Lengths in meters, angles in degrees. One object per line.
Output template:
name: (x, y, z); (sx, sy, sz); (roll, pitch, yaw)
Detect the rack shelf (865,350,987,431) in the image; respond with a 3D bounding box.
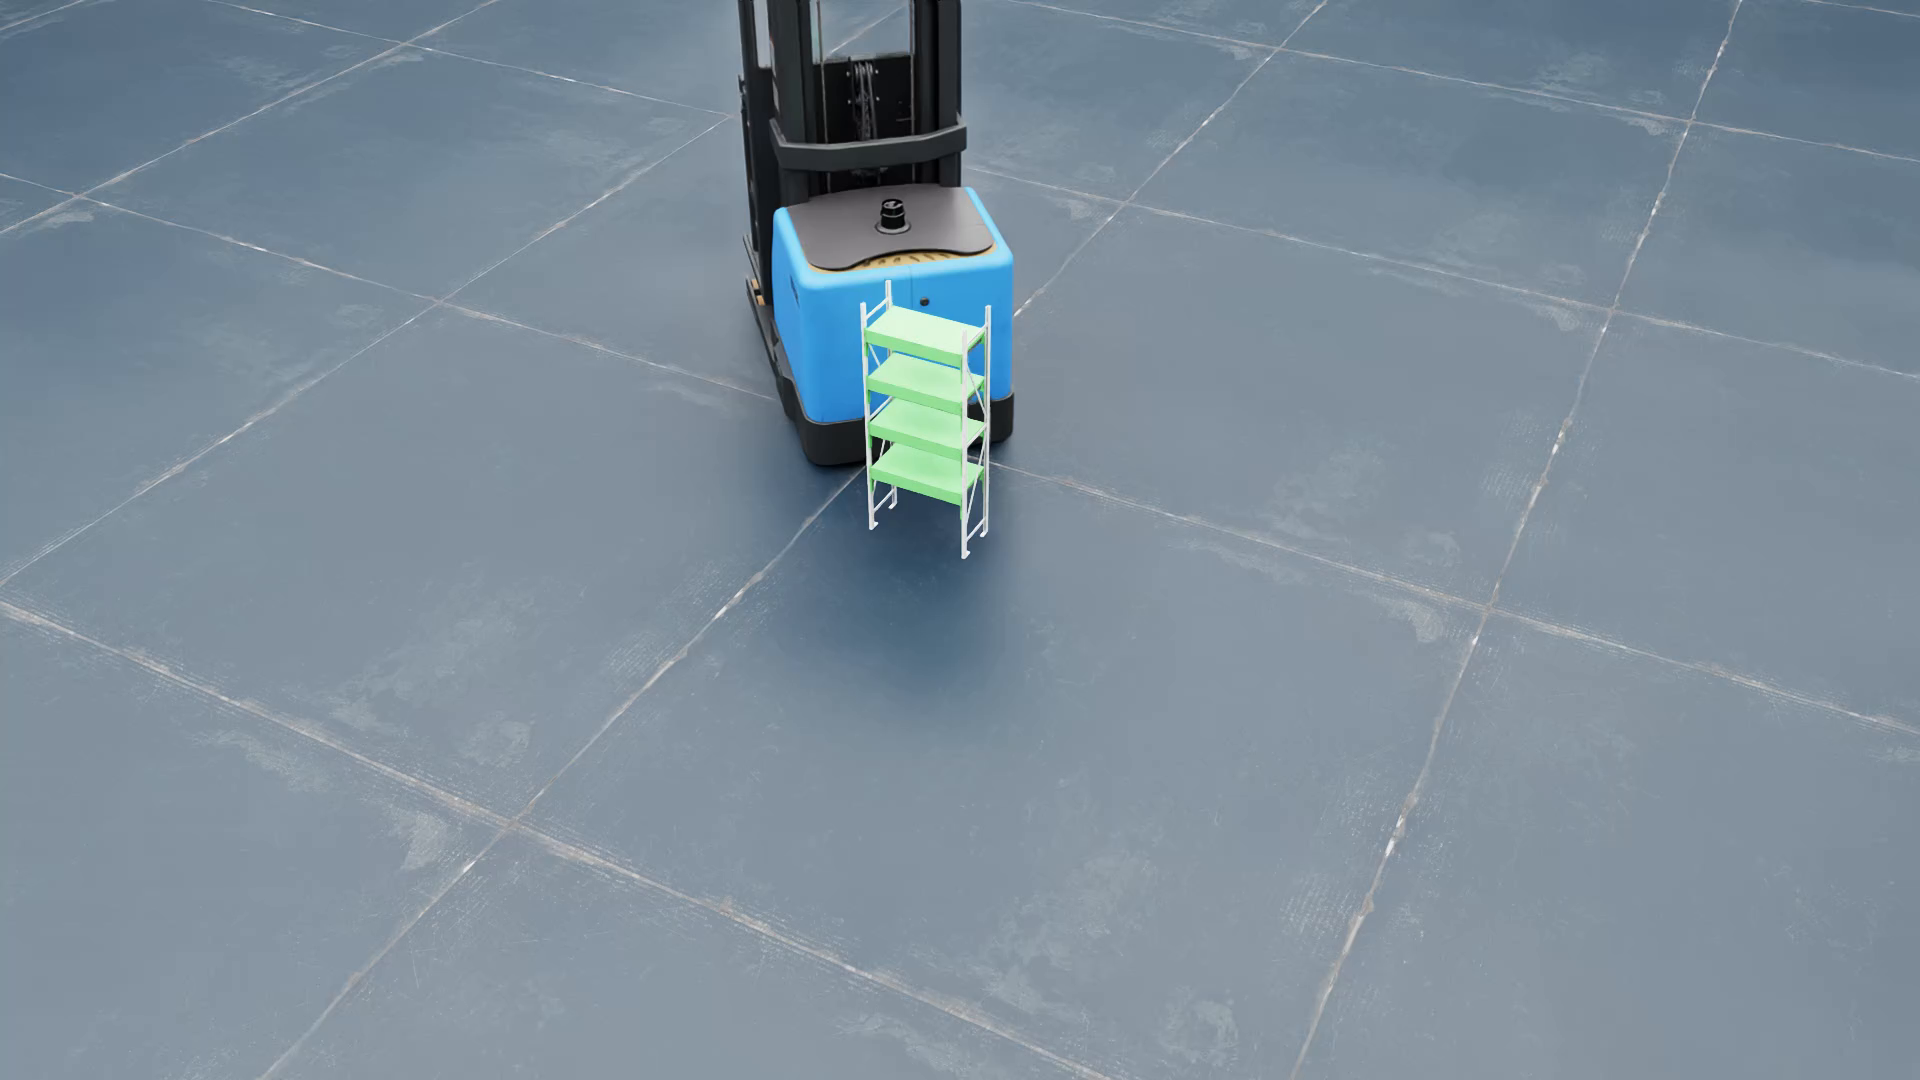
rack shelf: (-0.147, -0.664, 7.341); (0.480, 0.148, 0.258); (17, 41, 21)

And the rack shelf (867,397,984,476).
rack shelf: (-0.147, -0.473, 7.487); (0.480, 0.148, 0.258); (17, 41, 21)

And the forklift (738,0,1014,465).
forklift: (-0.593, -2.426, 8.522); (1.130, 2.935, 3.031); (-9, 38, -11)

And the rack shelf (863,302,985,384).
rack shelf: (-0.147, -0.855, 7.196); (0.480, 0.148, 0.258); (17, 41, 21)

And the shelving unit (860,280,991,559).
shelving unit: (-0.147, -0.524, 7.448); (0.503, 1.200, 0.258); (17, 41, 21)

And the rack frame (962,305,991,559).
rack frame: (0.070, -0.456, 7.358); (0.015, 1.200, 0.240); (17, 41, 21)

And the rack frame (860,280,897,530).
rack frame: (-0.364, -0.592, 7.537); (0.015, 1.200, 0.240); (17, 41, 21)

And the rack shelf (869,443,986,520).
rack shelf: (-0.147, -0.282, 7.632); (0.480, 0.148, 0.258); (17, 41, 21)
